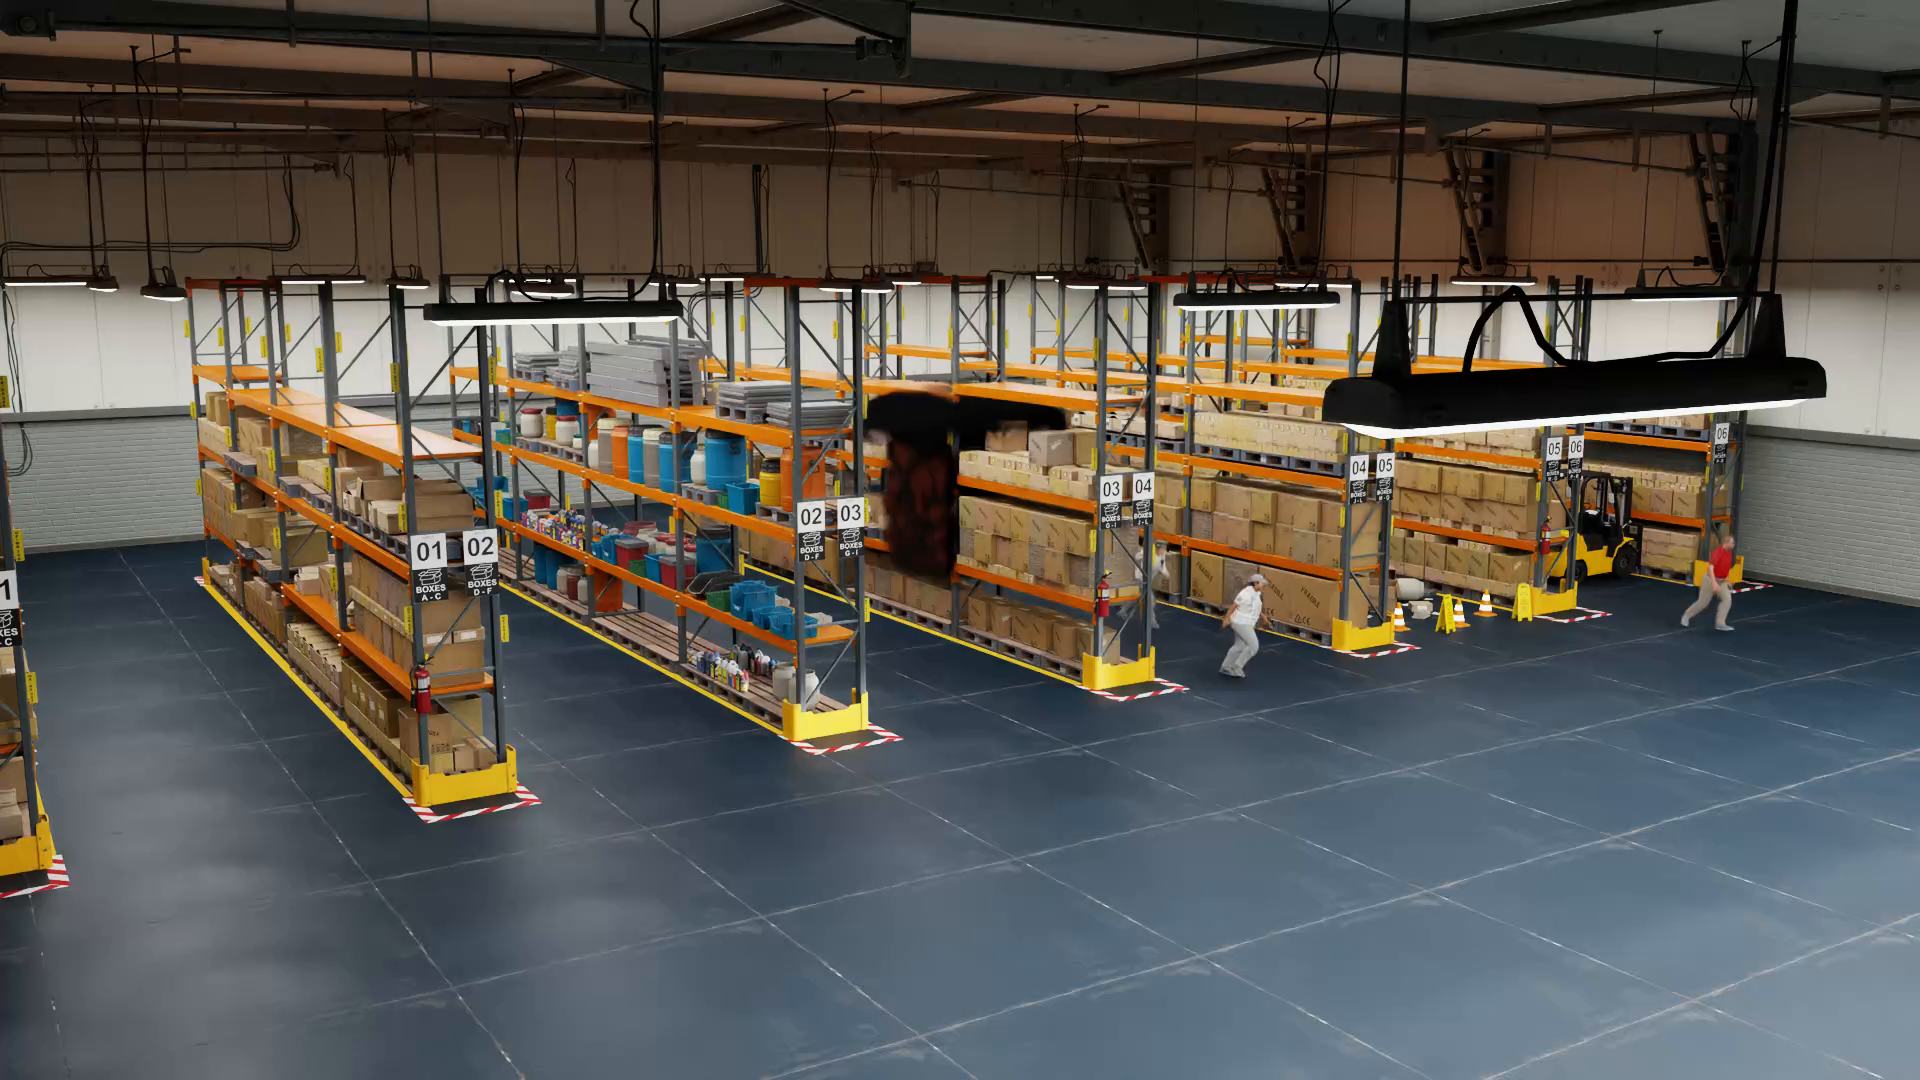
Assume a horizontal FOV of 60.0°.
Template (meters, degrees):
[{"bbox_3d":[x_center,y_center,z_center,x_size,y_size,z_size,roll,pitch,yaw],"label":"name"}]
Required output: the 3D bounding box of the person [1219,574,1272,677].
[{"bbox_3d":[4.380,1.295,25.457,0.740,1.607,0.565,5,11,26],"label":"person"}]

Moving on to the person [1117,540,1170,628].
[{"bbox_3d":[3.117,0.693,28.168,0.623,1.490,1.047,-8,12,-40],"label":"person"}]

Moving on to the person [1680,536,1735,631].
[{"bbox_3d":[13.019,0.713,28.808,0.719,1.652,0.867,-8,12,-39],"label":"person"}]

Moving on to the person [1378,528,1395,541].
[{"bbox_3d":[9.397,-0.706,37.520,0.963,1.578,0.679,6,11,31],"label":"person"}]
